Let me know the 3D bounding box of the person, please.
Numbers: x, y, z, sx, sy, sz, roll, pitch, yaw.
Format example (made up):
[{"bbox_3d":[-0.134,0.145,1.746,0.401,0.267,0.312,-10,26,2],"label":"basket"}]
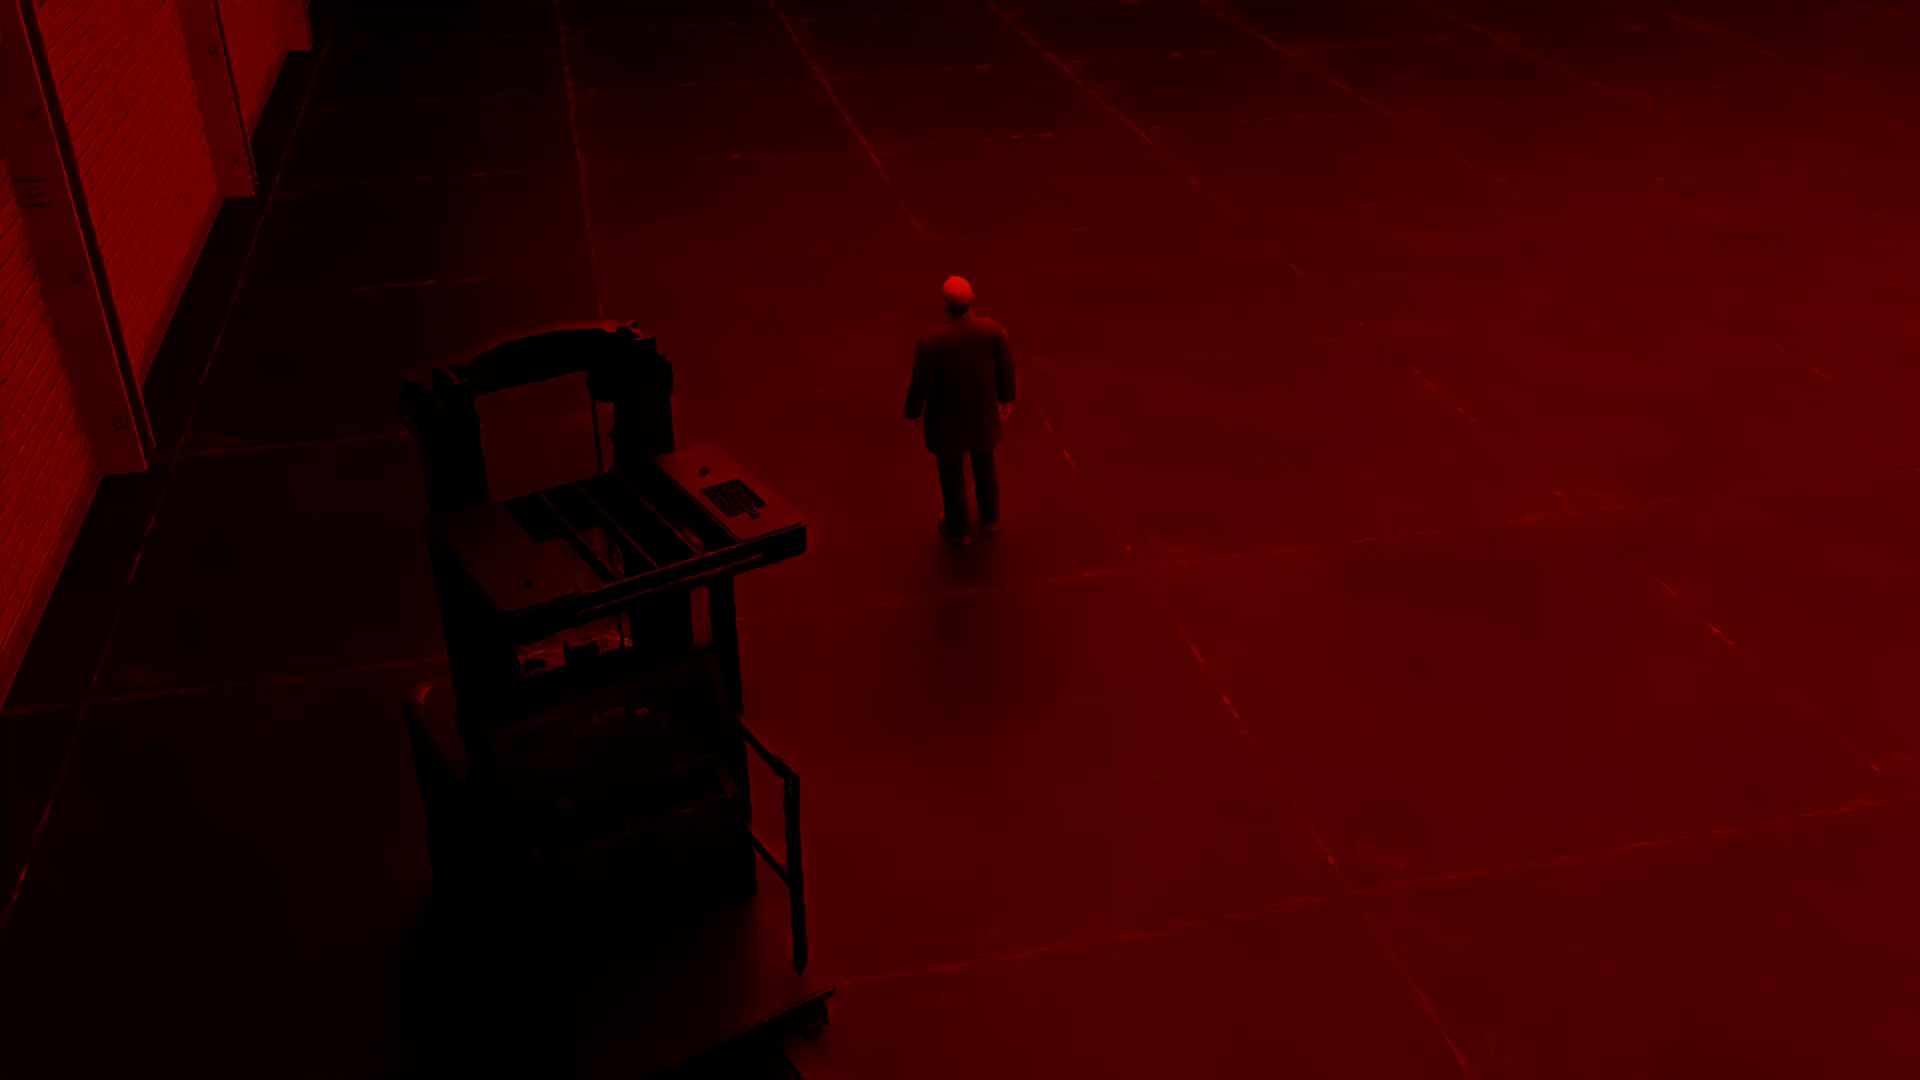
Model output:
[{"bbox_3d":[-0.017,-0.820,10.129,0.694,1.776,0.580,-7,31,-12],"label":"person"}]

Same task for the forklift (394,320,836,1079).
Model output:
[{"bbox_3d":[-1.210,0.790,6.211,1.130,2.935,3.031,-18,35,-29],"label":"forklift"}]
